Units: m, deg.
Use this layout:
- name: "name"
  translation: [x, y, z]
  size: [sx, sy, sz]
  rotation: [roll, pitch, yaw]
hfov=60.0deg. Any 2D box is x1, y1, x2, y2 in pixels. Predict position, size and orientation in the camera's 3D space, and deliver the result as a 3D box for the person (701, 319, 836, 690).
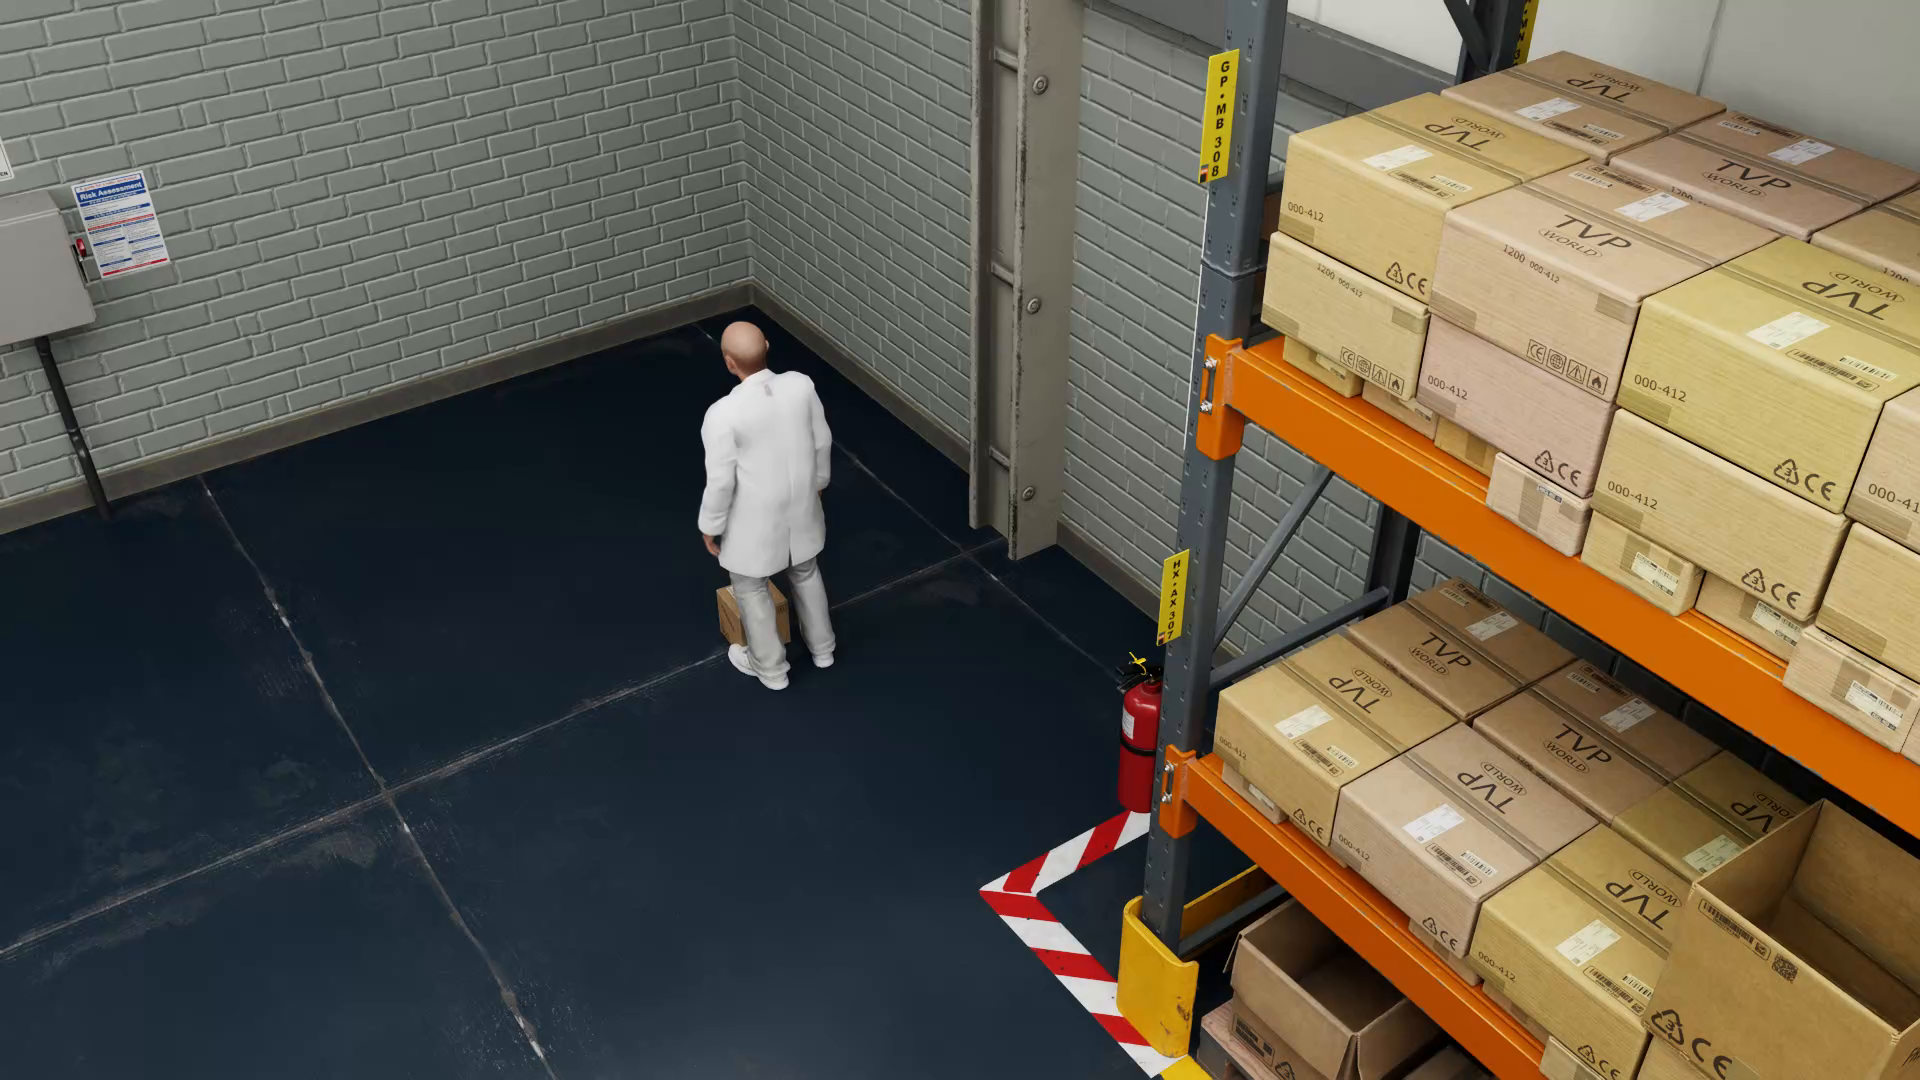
- name: "person"
  translation: [-0.822, -0.144, 7.216]
  size: [0.642, 1.774, 0.421]
  rotation: [-22, 41, -28]
